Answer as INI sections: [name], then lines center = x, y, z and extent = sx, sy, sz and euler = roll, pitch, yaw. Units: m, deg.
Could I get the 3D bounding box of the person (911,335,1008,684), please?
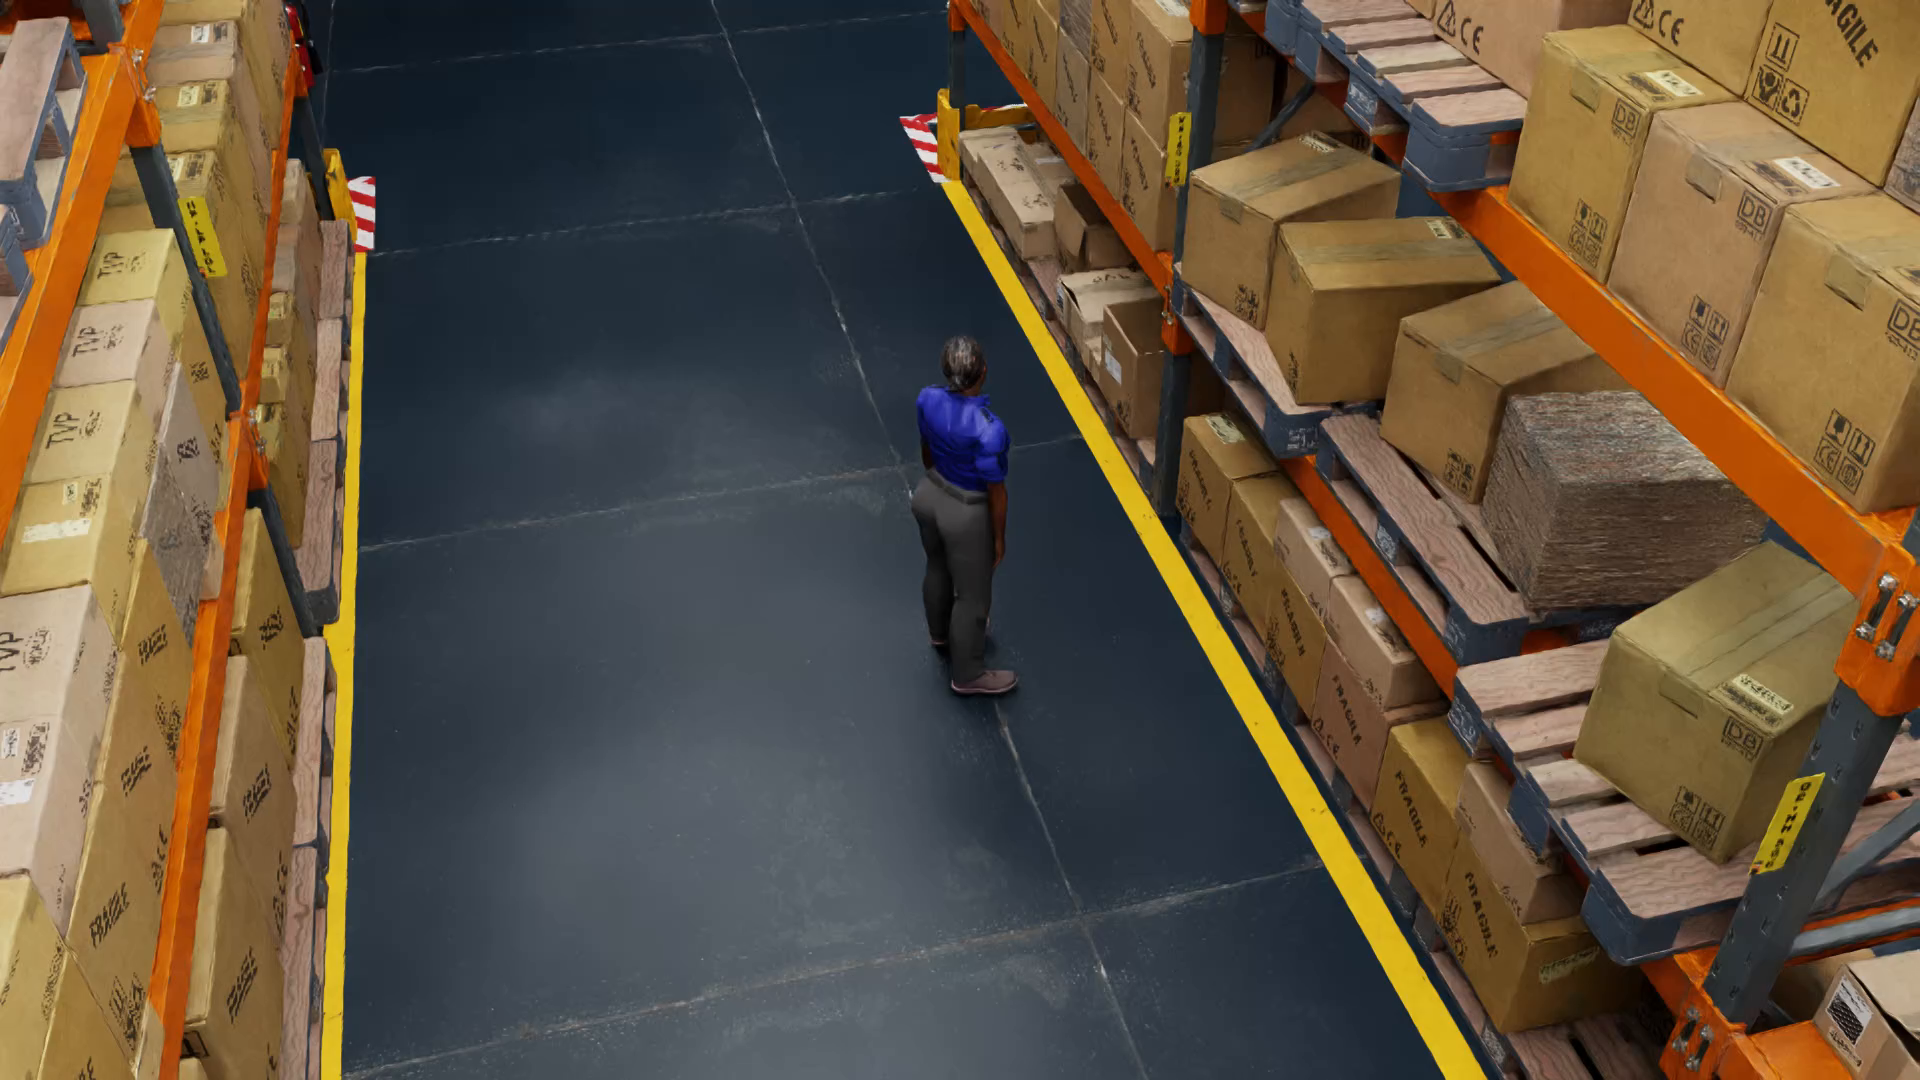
[person]
center = 0.006, -0.136, 6.784
extent = 0.319, 1.588, 0.493
euler = -31, 48, -33
